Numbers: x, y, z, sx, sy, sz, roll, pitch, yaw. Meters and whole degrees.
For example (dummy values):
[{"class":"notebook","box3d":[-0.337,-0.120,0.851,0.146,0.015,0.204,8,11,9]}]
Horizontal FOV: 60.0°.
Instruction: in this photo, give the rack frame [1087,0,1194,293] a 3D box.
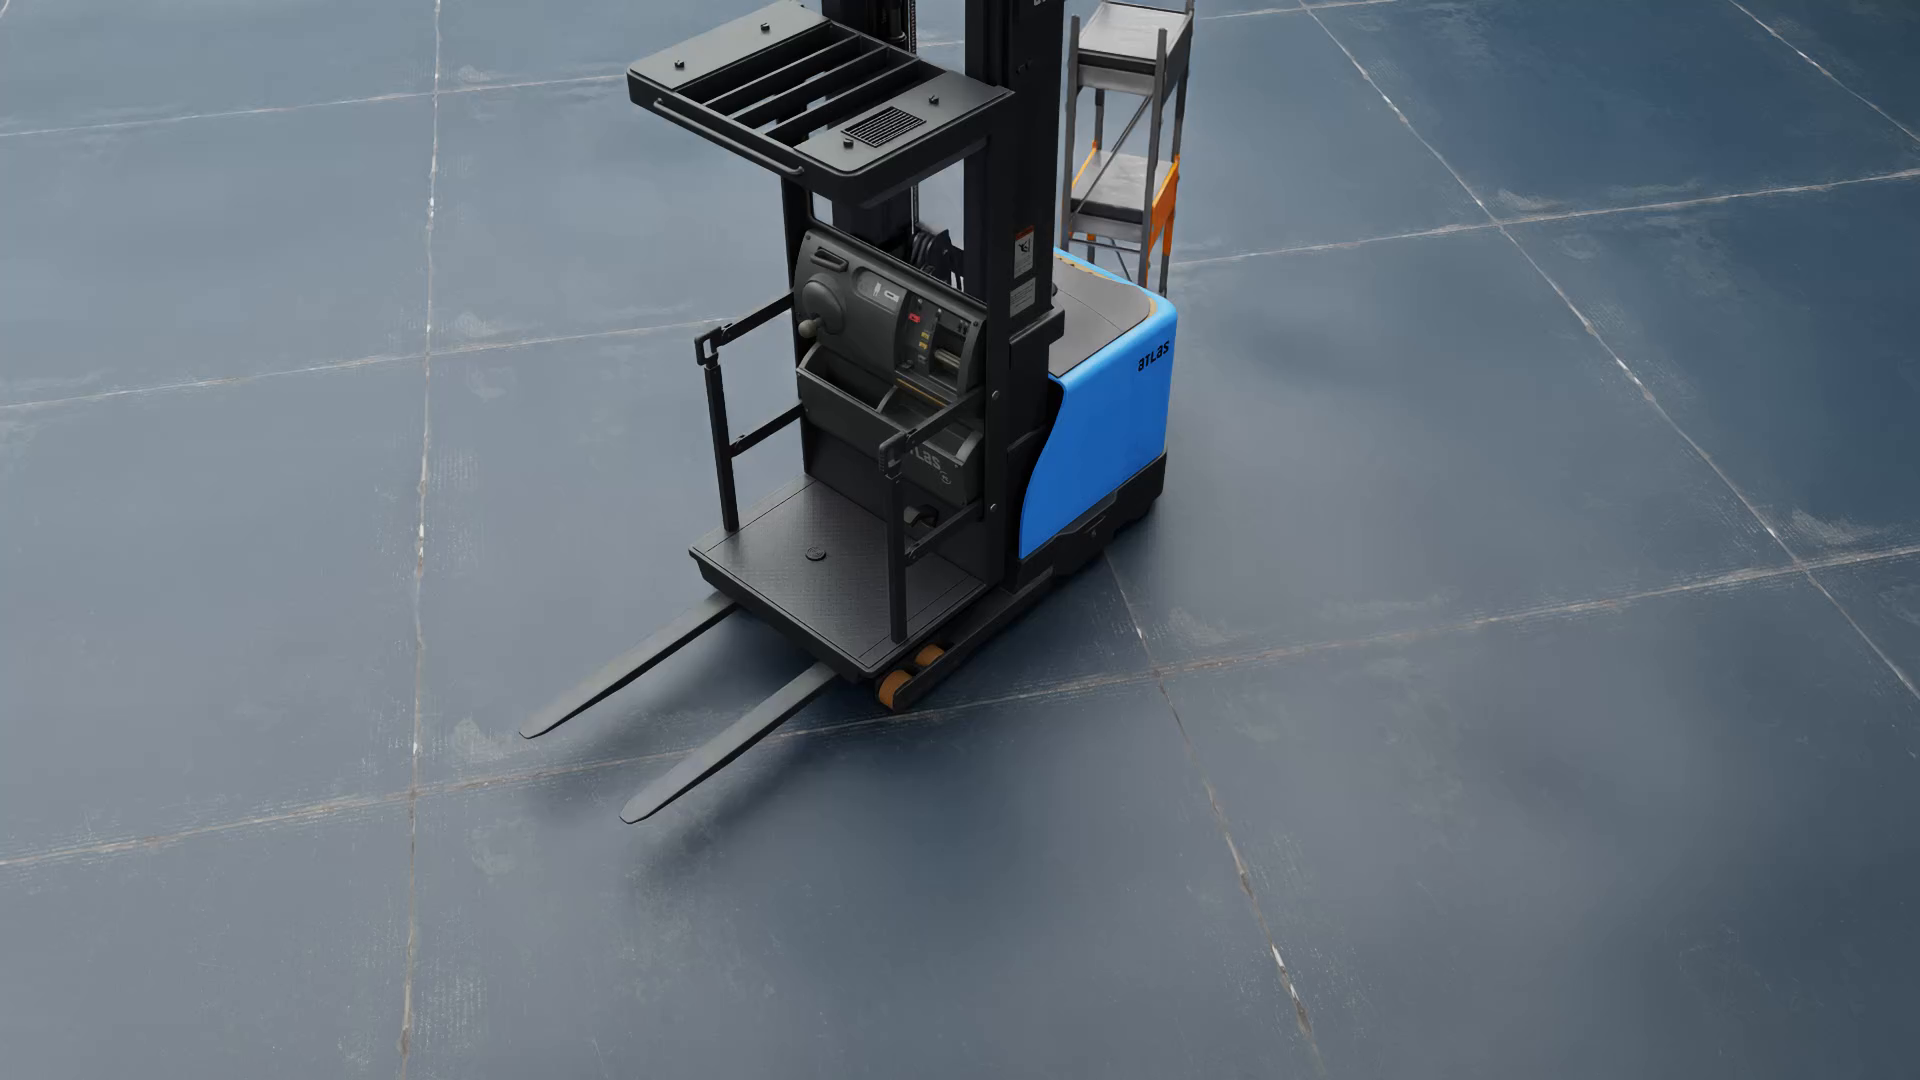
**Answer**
[{"class":"rack frame","box3d":[0.806,-1.610,7.764,0.400,2.100,0.015,13,43,15]}]

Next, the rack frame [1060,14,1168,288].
[{"class":"rack frame","box3d":[0.643,-1.307,7.419,0.400,2.100,0.015,13,43,15]}]

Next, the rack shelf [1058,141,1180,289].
[{"class":"rack shelf","box3d":[0.725,-1.448,7.600,0.431,0.518,0.480,13,43,15]}]

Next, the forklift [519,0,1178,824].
[{"class":"forklift","box3d":[-0.425,-0.788,6.212,1.130,2.935,3.031,31,50,30]}]

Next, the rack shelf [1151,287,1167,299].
[{"class":"rack shelf","box3d":[0.724,-0.923,8.063,0.431,0.518,0.480,13,43,15]}]

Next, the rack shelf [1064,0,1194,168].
[{"class":"rack shelf","box3d":[0.725,-1.974,7.138,0.431,0.518,0.480,13,43,15]}]

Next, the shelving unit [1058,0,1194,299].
[{"class":"shelving unit","box3d":[0.725,-1.459,7.591,0.431,2.100,0.503,13,43,15]}]
